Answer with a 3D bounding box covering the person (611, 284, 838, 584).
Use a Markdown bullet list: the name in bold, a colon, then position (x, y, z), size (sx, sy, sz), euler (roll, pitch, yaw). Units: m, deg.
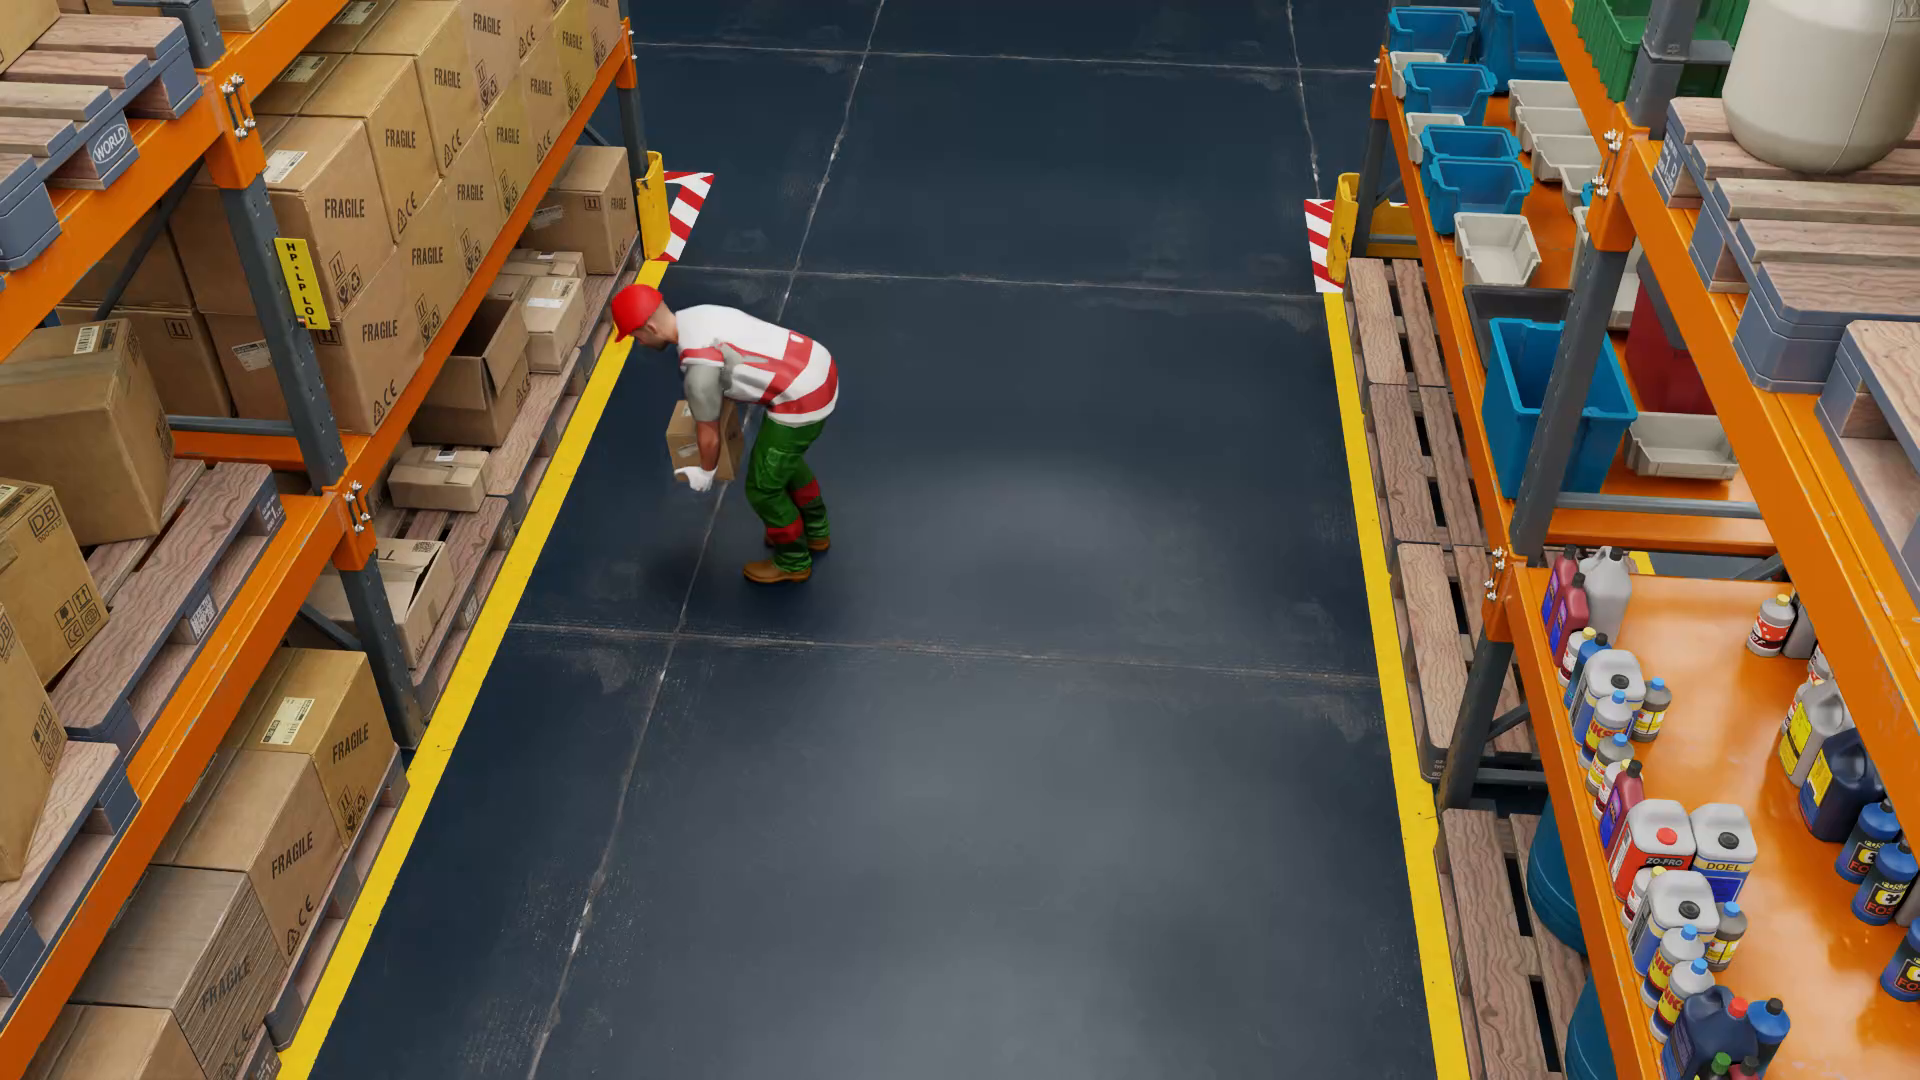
- **person**: position (-0.943, -0.453, 6.982), size (0.886, 1.402, 0.485), euler (2, 40, 3)
